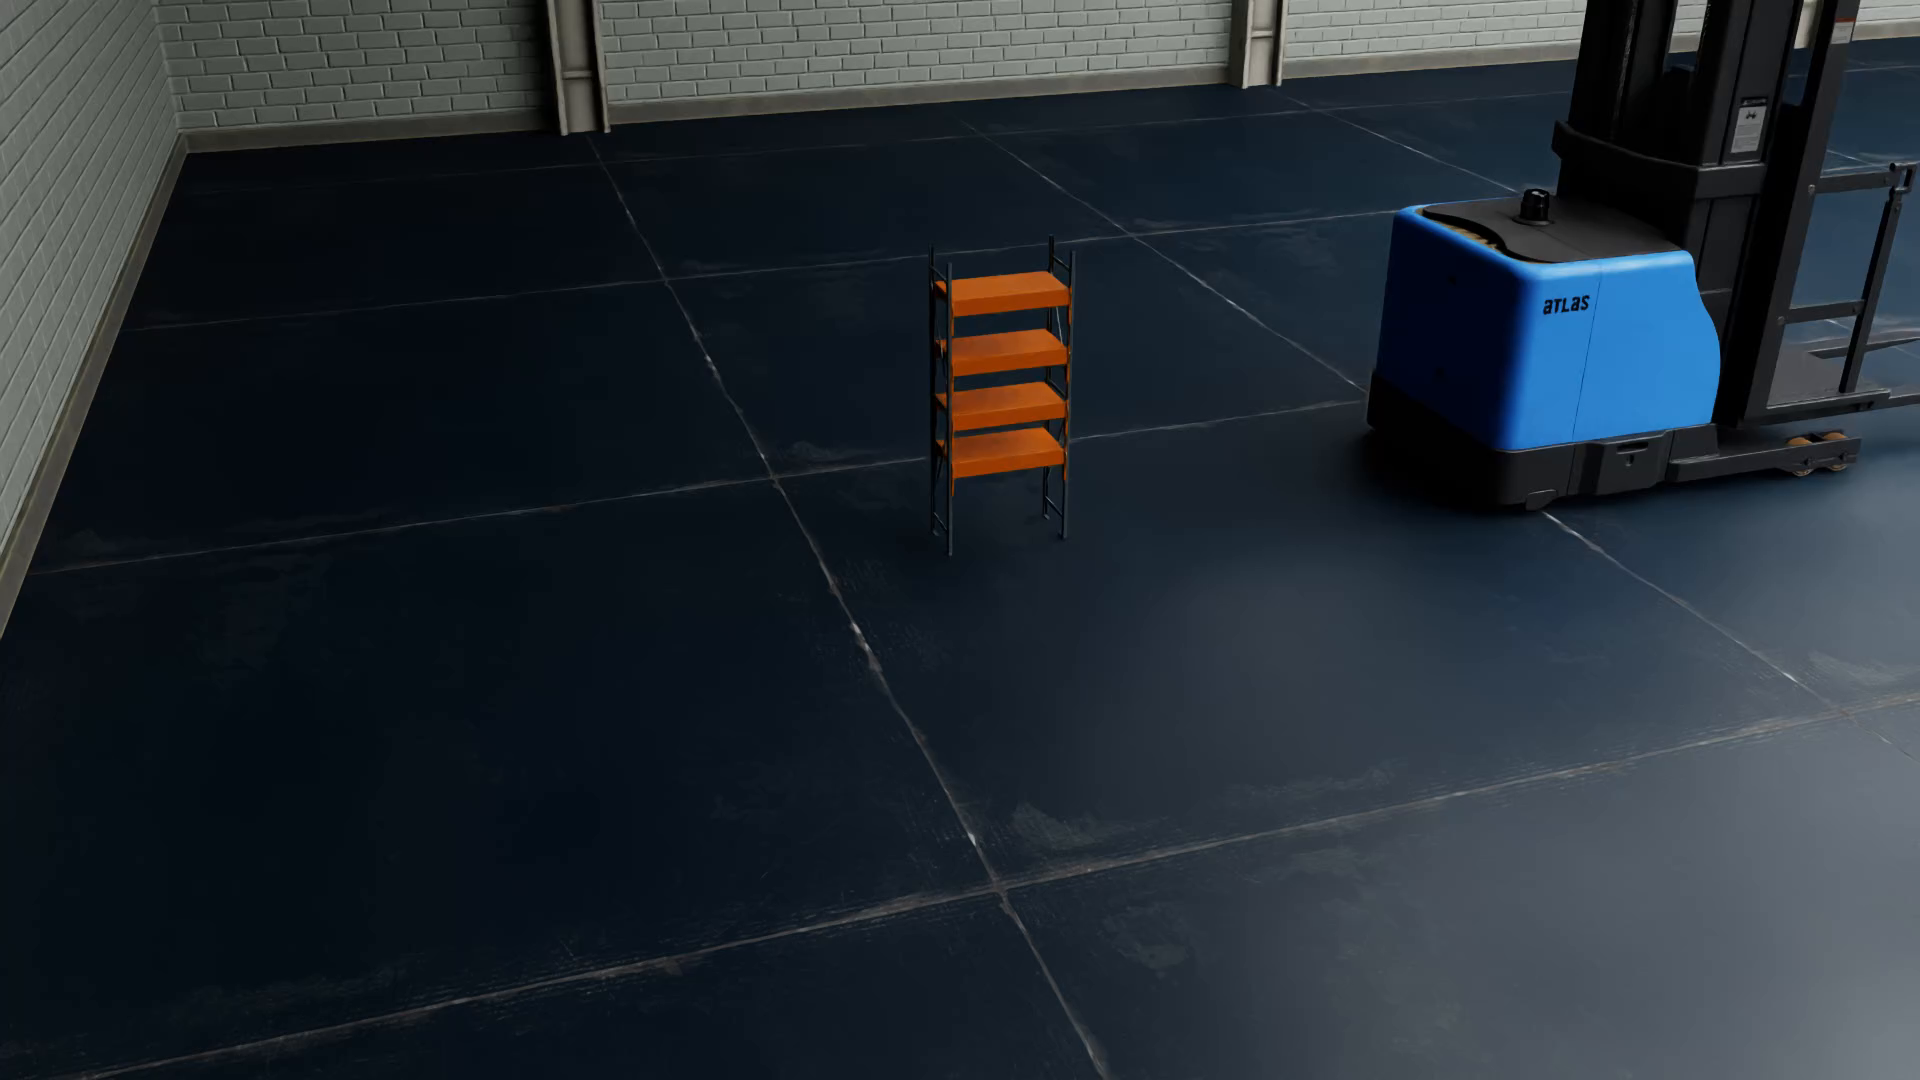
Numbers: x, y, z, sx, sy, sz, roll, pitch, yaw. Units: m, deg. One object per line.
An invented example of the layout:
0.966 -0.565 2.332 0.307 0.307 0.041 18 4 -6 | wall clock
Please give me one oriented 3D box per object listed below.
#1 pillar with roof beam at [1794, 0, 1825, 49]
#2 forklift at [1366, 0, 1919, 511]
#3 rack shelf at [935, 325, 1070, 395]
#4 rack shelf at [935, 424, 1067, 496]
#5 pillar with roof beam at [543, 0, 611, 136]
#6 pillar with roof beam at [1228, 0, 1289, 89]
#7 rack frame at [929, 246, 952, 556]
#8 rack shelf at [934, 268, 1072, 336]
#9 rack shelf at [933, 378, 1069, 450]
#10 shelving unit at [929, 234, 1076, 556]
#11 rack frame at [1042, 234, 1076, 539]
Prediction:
9.705 -7.173 11.079 0.400 9.000 9.100 -8 28 -16 | pillar with roof beam
3.456 -1.808 7.096 3.031 2.935 1.130 -8 28 -16 | forklift
0.157 -0.700 6.460 0.480 0.148 0.258 -8 28 -16 | rack shelf
0.157 -0.322 6.647 0.480 0.148 0.258 -8 28 -16 | rack shelf
-1.705 -5.521 7.751 0.400 9.000 9.100 -8 28 -16 | pillar with roof beam
4.000 -6.347 9.415 0.400 9.000 9.100 -8 28 -16 | pillar with roof beam
-0.075 -0.527 6.461 0.015 1.200 0.240 -8 28 -16 | rack frame
0.157 -0.912 6.354 0.480 0.148 0.258 -8 28 -16 | rack shelf
0.157 -0.500 6.559 0.480 0.148 0.258 -8 28 -16 | rack shelf
0.157 -0.560 6.529 0.503 1.200 0.258 -8 28 -16 | shelving unit
0.389 -0.594 6.597 0.015 1.200 0.240 -8 28 -16 | rack frame
